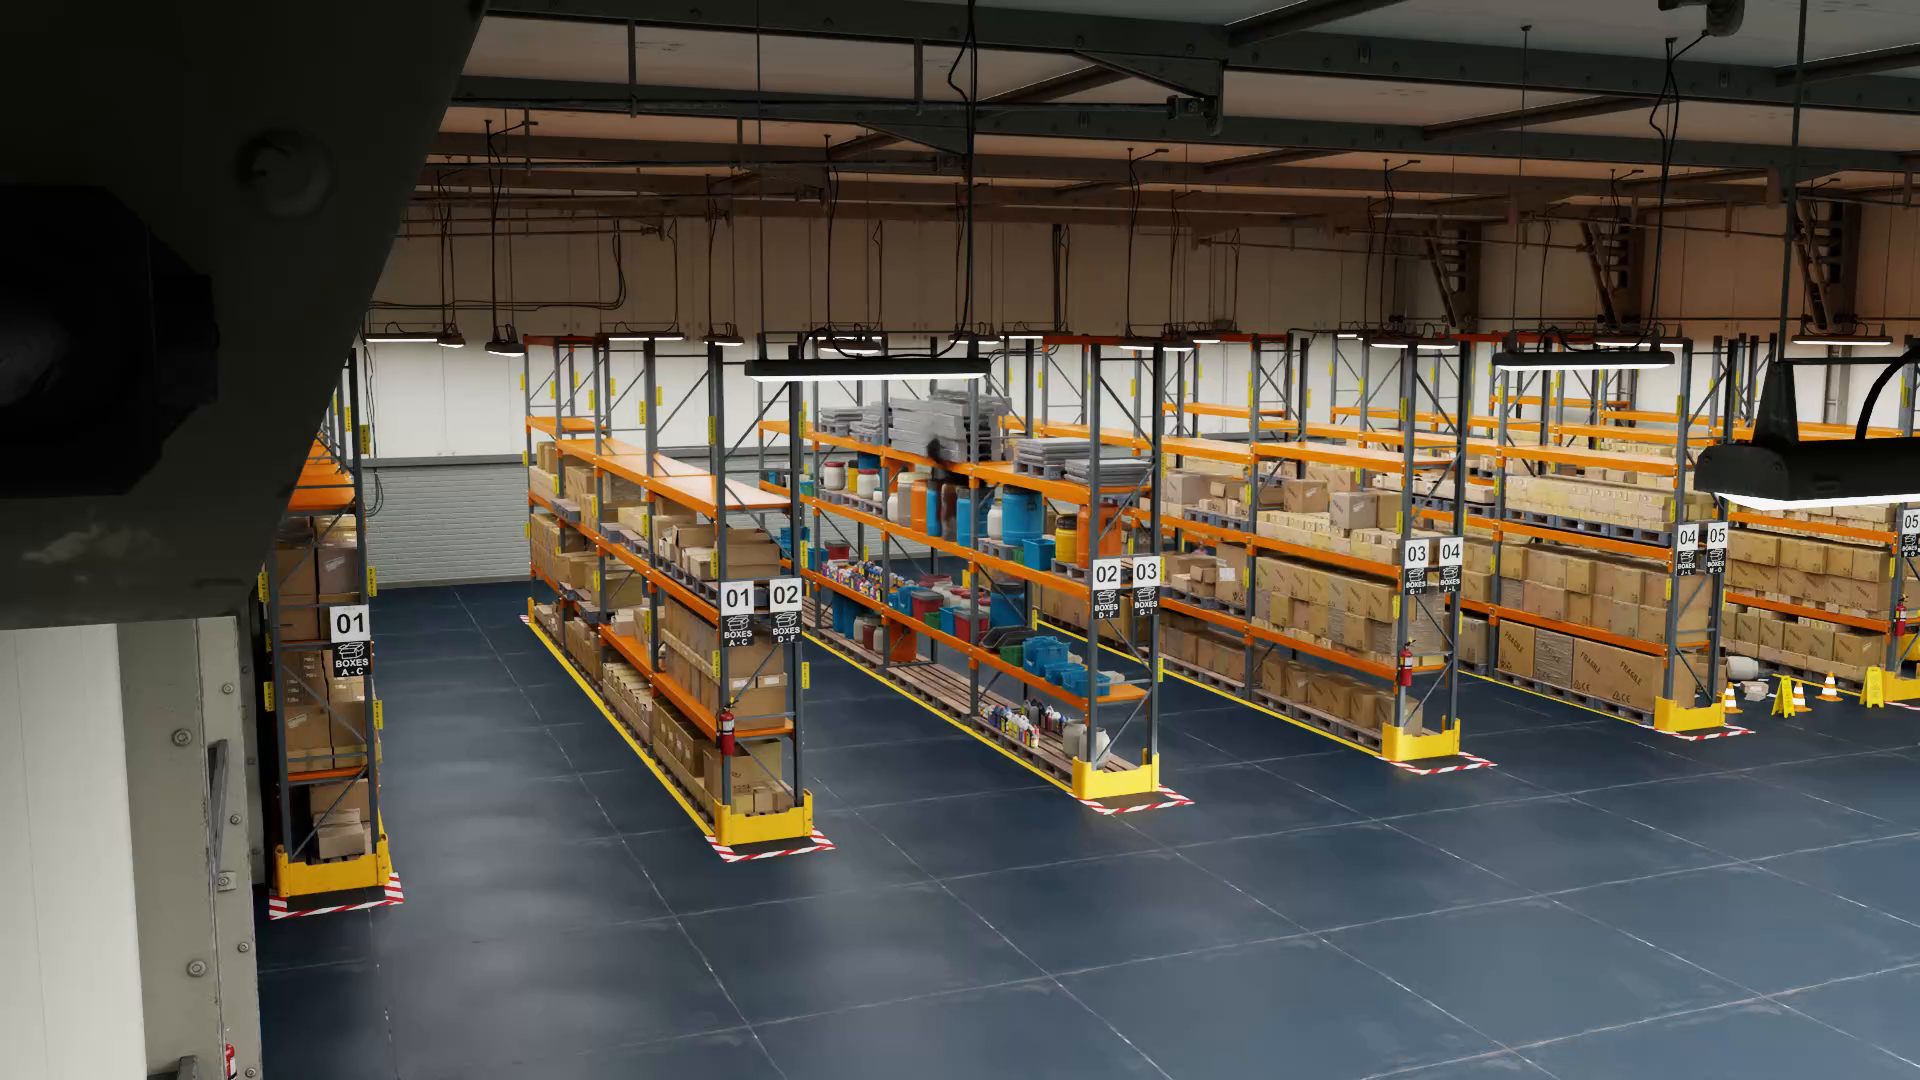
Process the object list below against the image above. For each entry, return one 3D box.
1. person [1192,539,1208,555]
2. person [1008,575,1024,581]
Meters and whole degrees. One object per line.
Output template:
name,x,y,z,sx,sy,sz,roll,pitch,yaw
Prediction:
person,5.230,0.771,36.096,0.555,1.584,0.808,-3,8,-21
person,1.088,1.289,31.394,0.671,1.616,0.838,-5,9,-31
